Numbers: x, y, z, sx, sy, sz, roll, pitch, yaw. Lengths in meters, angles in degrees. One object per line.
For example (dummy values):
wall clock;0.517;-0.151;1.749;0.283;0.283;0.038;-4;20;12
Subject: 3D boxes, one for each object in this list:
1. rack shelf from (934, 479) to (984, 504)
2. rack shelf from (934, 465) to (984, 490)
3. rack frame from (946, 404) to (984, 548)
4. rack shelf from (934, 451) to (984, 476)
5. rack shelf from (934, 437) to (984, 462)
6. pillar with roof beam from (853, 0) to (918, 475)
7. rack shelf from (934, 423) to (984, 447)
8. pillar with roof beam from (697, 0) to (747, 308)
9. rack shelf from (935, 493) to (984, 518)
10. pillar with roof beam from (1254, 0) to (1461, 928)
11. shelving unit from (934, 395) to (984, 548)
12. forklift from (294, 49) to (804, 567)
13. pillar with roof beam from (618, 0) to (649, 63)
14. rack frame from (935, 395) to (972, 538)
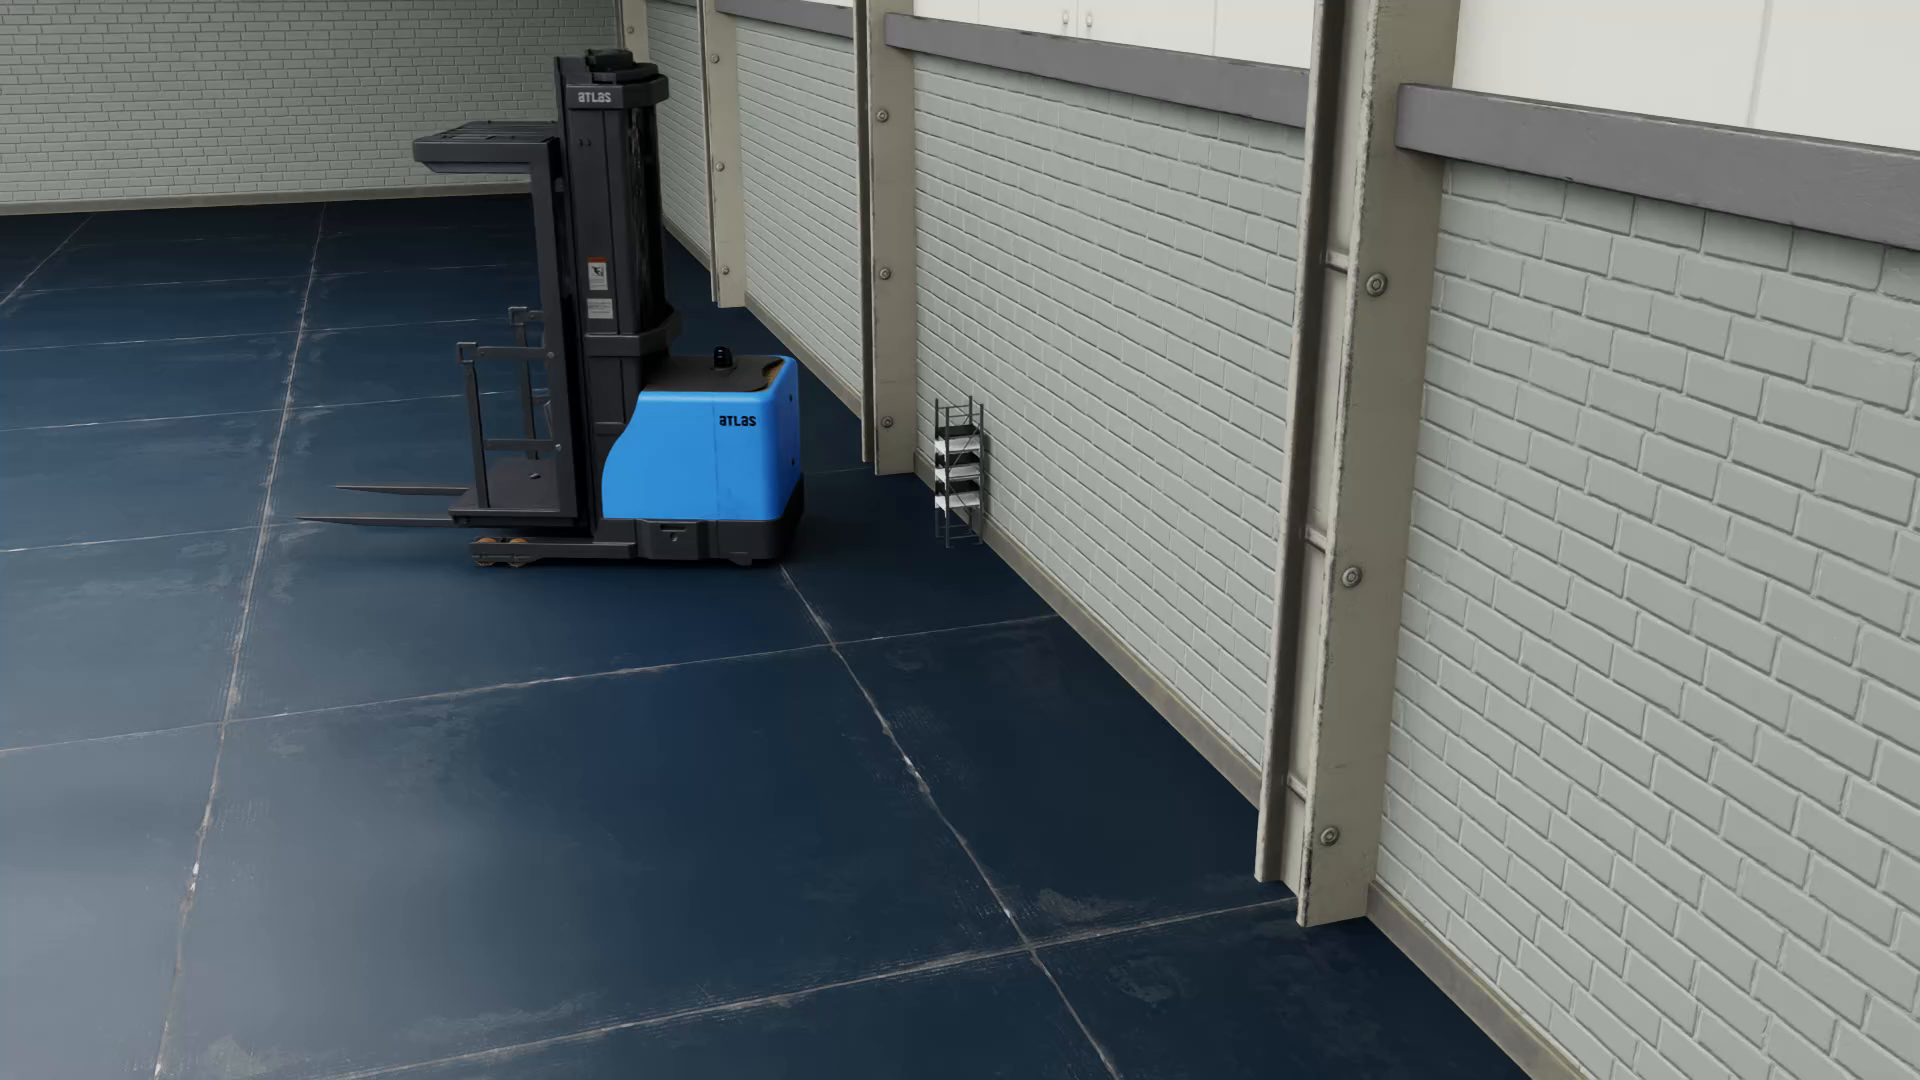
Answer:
rack shelf;-0.005;-0.303;10.295;0.258;0.077;0.200;-7;21;-18
rack shelf;-0.005;-0.388;10.264;0.258;0.077;0.200;-7;21;-18
rack frame;0.028;-0.387;10.163;0.240;0.900;0.006;-7;21;-18
rack shelf;-0.005;-0.473;10.234;0.258;0.077;0.200;-7;21;-18
rack shelf;-0.005;-0.558;10.204;0.258;0.077;0.200;-7;21;-18
pillar with roof beam;-4.586;-4.310;9.104;9.100;9.000;0.400;-6;21;-17
rack shelf;-0.005;-0.642;10.173;0.258;0.077;0.200;-7;21;-18
pillar with roof beam;-6.472;-6.236;14.465;9.100;9.000;0.400;-6;21;-17
rack shelf;-0.005;-0.219;10.325;0.258;0.077;0.200;-7;21;-18
pillar with roof beam;-2.700;-2.385;3.744;9.100;9.000;0.400;-6;21;-17
shelving unit;-0.005;-0.419;10.253;0.258;0.900;0.210;-7;21;-18
forklift;-2.541;-1.397;9.969;3.031;2.935;1.130;1;20;3
pillar with roof beam;-8.358;-8.161;19.826;9.100;9.000;0.400;-6;21;-17
rack frame;-0.038;-0.452;10.344;0.240;0.900;0.006;-7;21;-18
